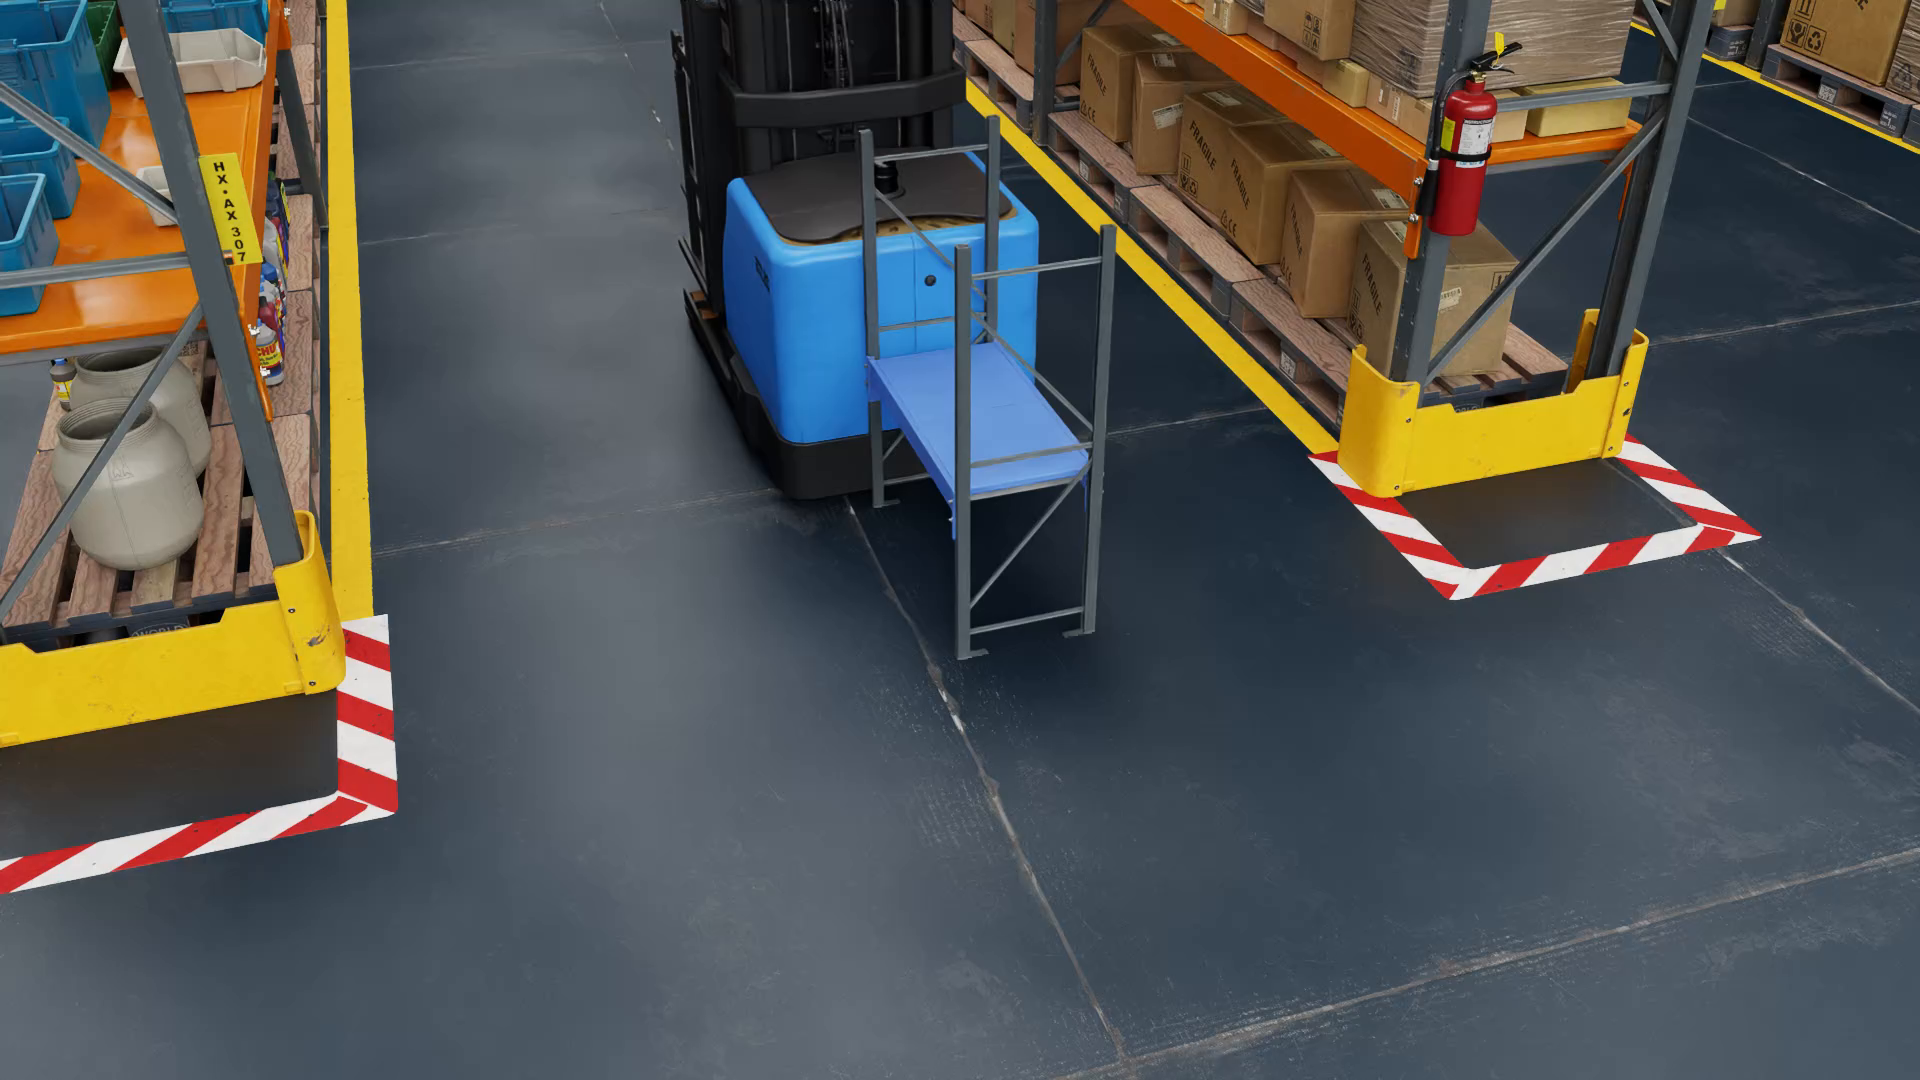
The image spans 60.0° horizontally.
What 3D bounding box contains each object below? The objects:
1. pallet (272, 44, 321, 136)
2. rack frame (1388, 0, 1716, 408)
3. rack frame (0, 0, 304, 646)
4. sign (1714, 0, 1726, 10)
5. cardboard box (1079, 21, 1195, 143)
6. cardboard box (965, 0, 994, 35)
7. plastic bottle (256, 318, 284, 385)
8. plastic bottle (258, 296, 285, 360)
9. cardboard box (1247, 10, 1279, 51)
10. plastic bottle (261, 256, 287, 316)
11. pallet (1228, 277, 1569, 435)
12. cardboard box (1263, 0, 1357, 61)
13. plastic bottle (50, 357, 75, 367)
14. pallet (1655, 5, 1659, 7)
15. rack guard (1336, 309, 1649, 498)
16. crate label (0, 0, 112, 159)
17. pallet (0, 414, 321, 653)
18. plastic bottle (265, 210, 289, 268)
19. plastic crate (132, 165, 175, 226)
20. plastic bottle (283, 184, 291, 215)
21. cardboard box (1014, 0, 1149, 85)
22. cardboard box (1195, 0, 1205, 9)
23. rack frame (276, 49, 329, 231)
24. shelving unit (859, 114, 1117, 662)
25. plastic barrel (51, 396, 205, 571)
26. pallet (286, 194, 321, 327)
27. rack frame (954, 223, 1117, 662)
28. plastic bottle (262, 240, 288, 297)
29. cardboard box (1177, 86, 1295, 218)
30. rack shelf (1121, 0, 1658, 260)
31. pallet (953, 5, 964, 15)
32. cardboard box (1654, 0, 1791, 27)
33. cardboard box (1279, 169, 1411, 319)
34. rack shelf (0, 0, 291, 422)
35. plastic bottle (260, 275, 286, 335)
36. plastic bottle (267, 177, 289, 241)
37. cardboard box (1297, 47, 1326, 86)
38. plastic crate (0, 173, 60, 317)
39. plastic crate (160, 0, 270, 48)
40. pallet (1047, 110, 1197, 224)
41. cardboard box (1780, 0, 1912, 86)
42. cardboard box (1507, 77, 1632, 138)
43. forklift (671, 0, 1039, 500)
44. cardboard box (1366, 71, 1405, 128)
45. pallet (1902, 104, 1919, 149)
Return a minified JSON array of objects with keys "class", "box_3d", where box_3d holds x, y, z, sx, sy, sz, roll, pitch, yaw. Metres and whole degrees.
[{"class":"pallet","box_3d":[-4.451,-2.707,10.156,1.003,0.211,1.213,-10,35,-15]},{"class":"rack frame","box_3d":[2.139,-1.556,5.884,1.000,3.000,0.127,-10,35,-15]},{"class":"rack frame","box_3d":[-2.578,-0.723,4.623,1.000,3.000,0.127,-10,35,-15]},{"class":"sign","box_3d":[2.655,-2.009,5.783,0.100,0.325,0.005,-10,35,-15]},{"class":"cardboard box","box_3d":[1.003,-2.572,9.307,0.500,0.500,0.500,-11,35,-16]},{"class":"cardboard box","box_3d":[0.453,-3.670,10.951,0.700,0.500,0.500,-13,36,-19]},{"class":"plastic bottle","box_3d":[-2.834,-0.773,6.774,0.097,0.271,0.097,0,33,0]},{"class":"plastic bottle","box_3d":[-2.886,-0.900,6.955,0.061,0.283,0.133,-9,35,-14]},{"class":"cardboard box","box_3d":[1.458,-2.220,7.116,0.380,0.149,0.250,-10,35,-15]},{"class":"plastic bottle","box_3d":[-3.031,-1.112,7.287,0.097,0.271,0.097,0,33,0]},{"class":"pallet","box_3d":[1.901,-0.865,7.368,1.003,0.211,1.213,-10,35,-15]},{"class":"cardboard box","box_3d":[1.730,-2.258,6.585,0.875,0.500,0.500,-10,35,-15]},{"class":"plastic bottle","box_3d":[-3.609,-0.722,6.687,0.061,0.283,0.133,-9,35,-14]},{"class":"pallet","box_3d":[4.990,-4.308,12.578,1.003,0.211,1.213,-10,35,-15]},{"class":"rack guard","box_3d":[2.116,-0.553,6.633,1.175,0.500,0.348,-10,35,-15]},{"class":"crate label","box_3d":[-3.397,-1.659,6.007,0.502,0.435,0.616,-10,35,-15]},{"class":"pallet","box_3d":[-2.889,-0.019,6.087,1.003,0.211,1.213,-10,35,-15]},{"class":"plastic bottle","box_3d":[-3.179,-1.405,7.720,0.061,0.283,0.133,-8,34,-12]},{"class":"plastic crate","box_3d":[-2.545,-1.137,5.489,0.298,0.136,0.250,-10,35,-15]},{"class":"plastic bottle","box_3d":[-3.391,-1.701,8.243,0.097,0.201,0.097,0,33,0]},{"class":"cardboard box","box_3d":[0.752,-3.123,10.123,0.700,0.500,0.500,-13,36,-18]},{"class":"cardboard box","box_3d":[1.288,-2.479,7.509,0.380,0.149,0.250,-10,35,-15]},{"class":"rack frame","box_3d":[-3.798,-2.823,7.802,1.000,3.000,0.127,-10,35,-15]},{"class":"shelving unit","box_3d":[0.061,-0.532,5.694,0.538,1.500,1.048,-11,35,-16]},{"class":"plastic barrel","box_3d":[-2.852,-0.193,5.697,0.421,0.512,0.421,0,33,0]},{"class":"pallet","box_3d":[-3.633,-1.300,8.026,1.003,0.211,1.213,-10,35,-15]},{"class":"rack frame","box_3d":[0.225,-0.266,5.293,0.500,1.500,0.032,-11,35,-16]},{"class":"plastic bottle","box_3d":[-3.124,-1.224,7.454,0.152,0.276,0.135,-9,35,-14]},{"class":"cardboard box","box_3d":[1.449,-1.960,8.381,0.500,0.500,0.500,-13,36,-19]},{"class":"rack shelf","box_3d":[1.529,-2.306,7.671,1.077,0.370,4.000,-10,35,-15]},{"class":"pallet","box_3d":[-0.065,-4.182,12.388,1.003,0.211,1.213,-10,35,-15]},{"class":"cardboard box","box_3d":[5.398,-3.985,11.219,1.050,0.750,0.750,-10,35,-15]},{"class":"cardboard box","box_3d":[1.749,-1.327,7.424,0.500,0.500,0.500,-1,33,-2]},{"class":"rack shelf","box_3d":[-3.188,-1.473,6.411,1.077,0.370,4.000,-10,35,-15]},{"class":"plastic bottle","box_3d":[-2.969,-1.005,7.126,0.097,0.271,0.097,0,33,0]},{"class":"plastic bottle","box_3d":[-3.327,-1.612,7.972,0.144,0.351,0.185,-11,35,-16]},{"class":"cardboard box","box_3d":[1.593,-1.954,6.714,0.380,0.149,0.250,-10,35,-15]},{"class":"plastic crate","box_3d":[-3.016,-0.874,4.986,0.499,0.251,0.616,-10,35,-15]},{"class":"plastic crate","box_3d":[-3.202,-2.226,7.032,0.499,0.251,0.616,-10,35,-15]},{"class":"pallet","box_3d":[1.157,-2.146,9.306,1.003,0.211,1.213,-10,35,-15]},{"class":"cardboard box","box_3d":[5.798,-3.384,10.197,0.875,0.875,0.875,-9,35,-14]},{"class":"cardboard box","box_3d":[2.279,-1.641,6.240,0.380,0.149,0.250,-10,35,-15]},{"class":"forklift","box_3d":[-0.647,-2.184,6.896,1.130,2.935,3.031,-11,35,-16]},{"class":"cardboard box","box_3d":[1.780,-1.697,6.326,0.380,0.149,0.250,-10,35,-15]},{"class":"pallet","box_3d":[6.206,-2.220,9.418,1.003,0.211,1.213,-10,35,-15]}]
